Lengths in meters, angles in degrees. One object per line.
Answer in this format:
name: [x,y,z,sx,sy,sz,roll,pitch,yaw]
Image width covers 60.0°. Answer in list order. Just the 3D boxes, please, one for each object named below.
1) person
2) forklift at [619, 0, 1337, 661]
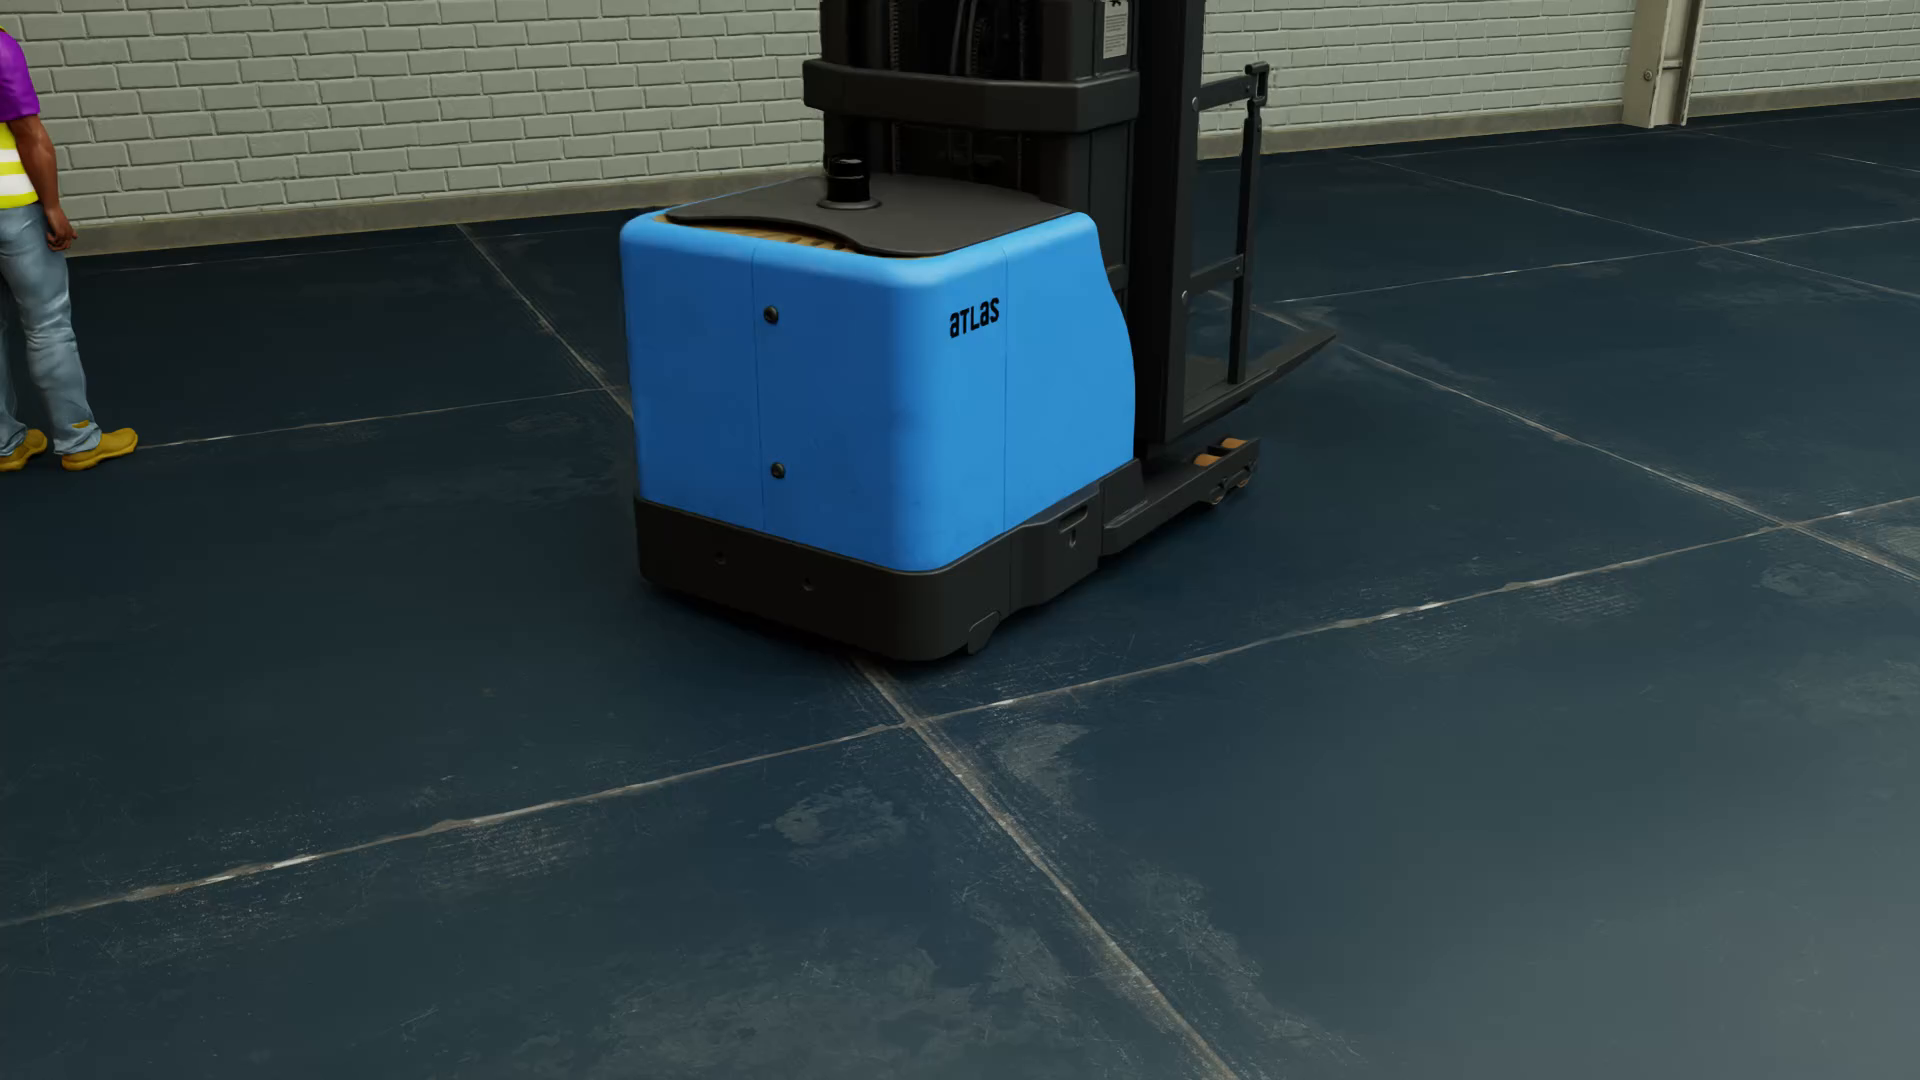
person: [-3.168,-1.092,5.434,0.552,1.771,0.382,1,23,3]
forklift: [0.341,-1.558,5.036,1.130,2.935,3.031,15,27,31]
